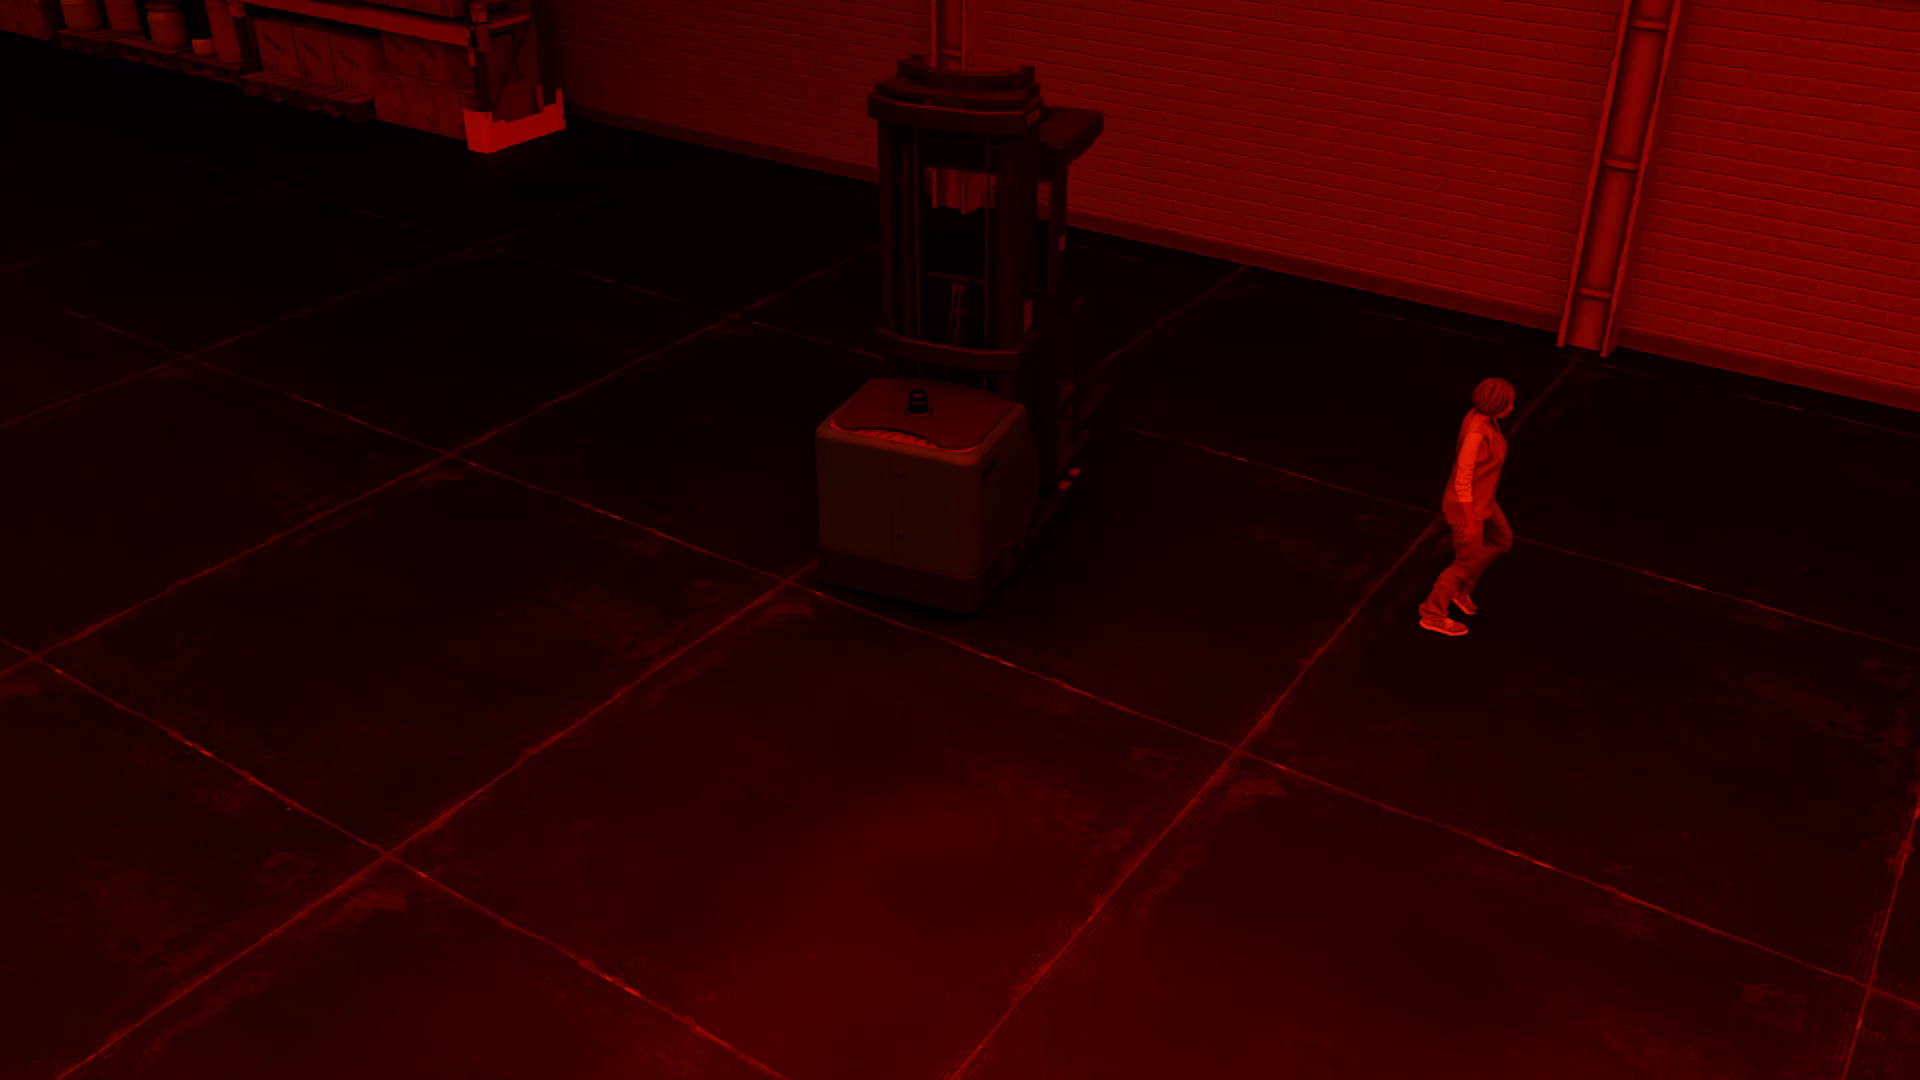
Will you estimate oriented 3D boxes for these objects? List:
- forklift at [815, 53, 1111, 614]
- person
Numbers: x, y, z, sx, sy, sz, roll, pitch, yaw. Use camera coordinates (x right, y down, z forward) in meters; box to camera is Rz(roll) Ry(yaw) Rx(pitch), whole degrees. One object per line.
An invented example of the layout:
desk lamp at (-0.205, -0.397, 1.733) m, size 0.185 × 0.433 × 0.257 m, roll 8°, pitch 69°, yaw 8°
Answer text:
forklift at (0.193, -1.565, 10.276) m, size 1.130 × 2.935 × 3.031 m, roll 12°, pitch 32°, yaw 20°
person at (2.876, -0.175, 9.239) m, size 0.447 × 1.584 × 0.519 m, roll 10°, pitch 32°, yaw 17°
